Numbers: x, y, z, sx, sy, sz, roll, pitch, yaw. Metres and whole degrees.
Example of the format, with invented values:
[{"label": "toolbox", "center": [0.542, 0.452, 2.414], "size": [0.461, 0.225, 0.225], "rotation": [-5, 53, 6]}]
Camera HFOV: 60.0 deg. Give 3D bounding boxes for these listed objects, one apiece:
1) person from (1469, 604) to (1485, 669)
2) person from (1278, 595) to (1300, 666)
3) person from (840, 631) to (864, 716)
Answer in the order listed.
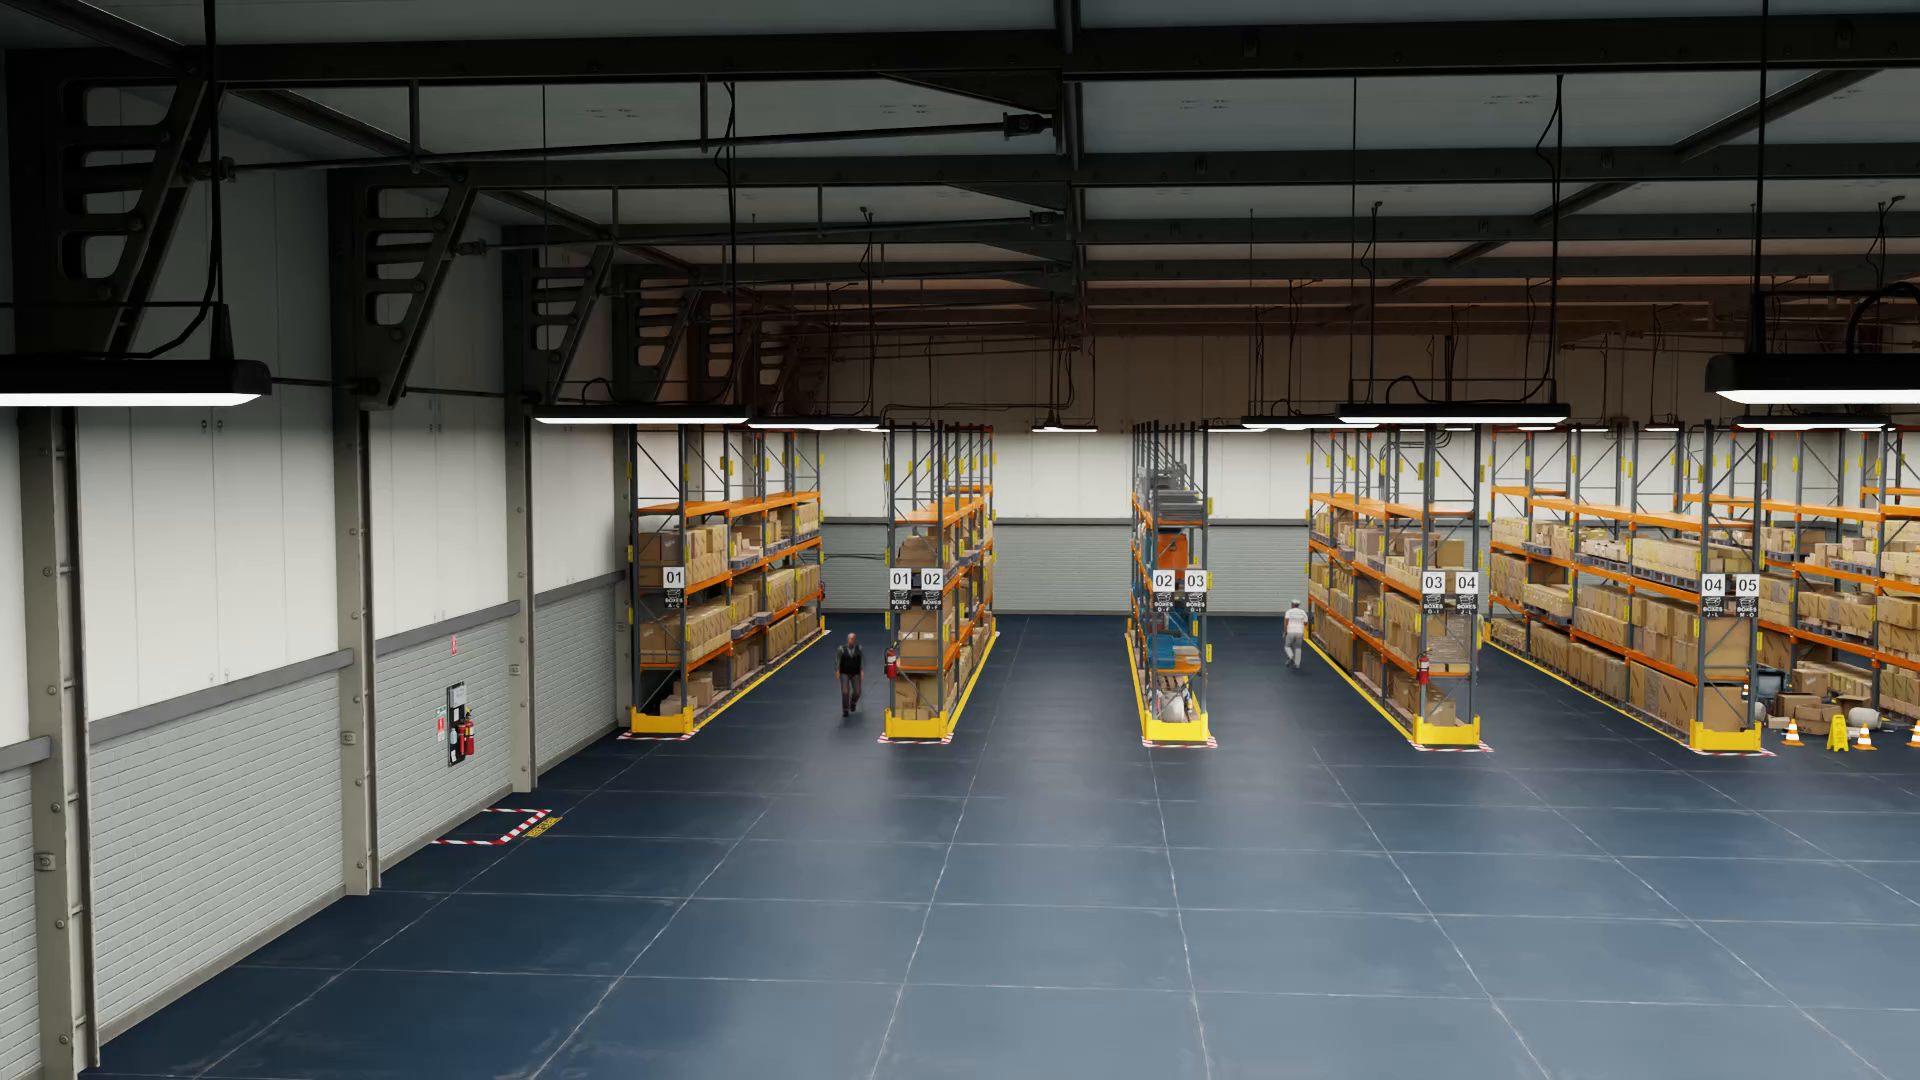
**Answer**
[{"label": "person", "center": [12.455, 2.352, 40.117], "size": [0.504, 1.674, 0.446], "rotation": [-3, 4, -35]}, {"label": "person", "center": [8.197, 2.255, 41.277], "size": [0.532, 1.808, 0.656], "rotation": [-1, 4, -22]}, {"label": "person", "center": [-2.228, 2.745, 33.896], "size": [0.384, 1.780, 0.606], "rotation": [2, 4, 33]}]
